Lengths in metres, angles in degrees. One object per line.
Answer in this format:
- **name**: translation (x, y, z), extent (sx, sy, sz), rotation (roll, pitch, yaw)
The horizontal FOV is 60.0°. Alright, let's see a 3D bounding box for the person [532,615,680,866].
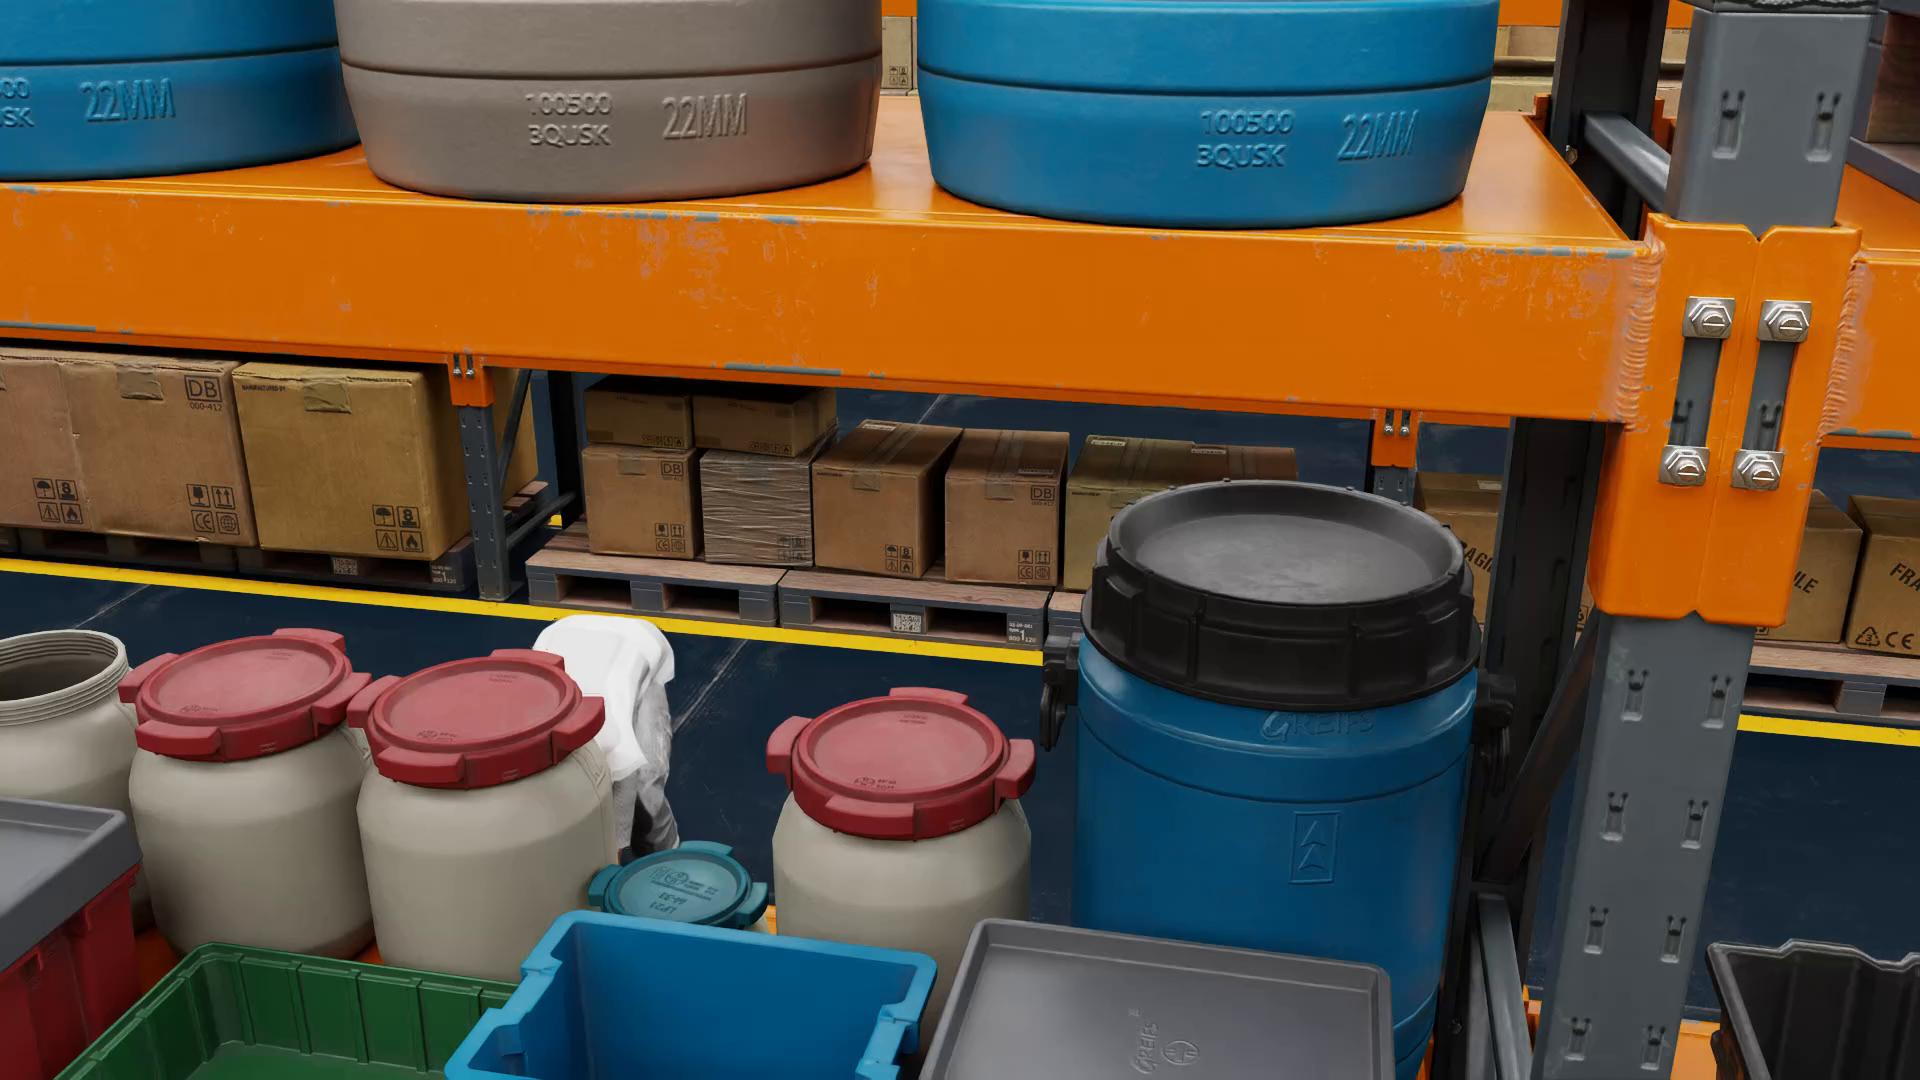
- **person**: translation (-1.184, 0.777, 5.215), extent (0.524, 0.945, 0.982), rotation (3, 22, 8)
